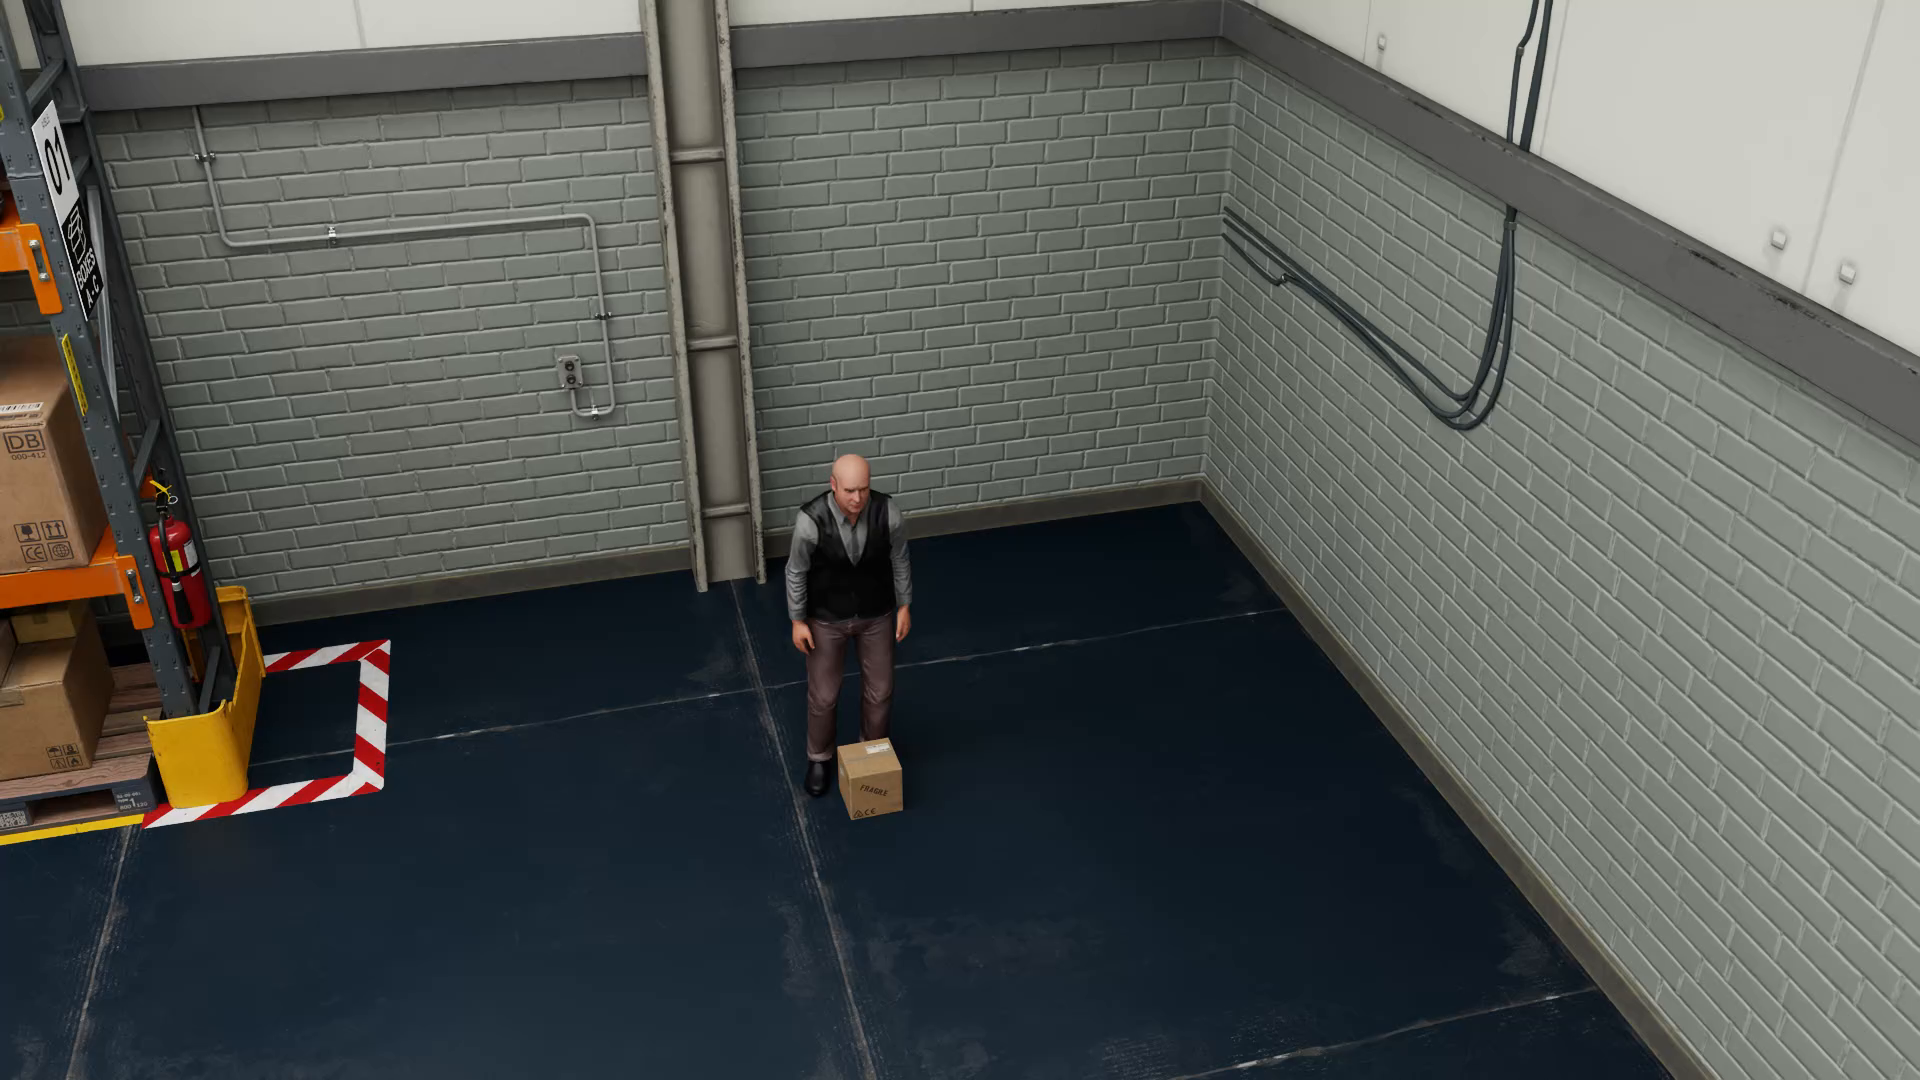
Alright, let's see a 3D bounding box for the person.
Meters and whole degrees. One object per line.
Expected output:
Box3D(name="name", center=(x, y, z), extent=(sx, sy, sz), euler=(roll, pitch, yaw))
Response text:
Box3D(name="person", center=(-0.499, 0.360, 7.642), extent=(0.580, 1.721, 0.460), euler=(-8, 31, -13))
